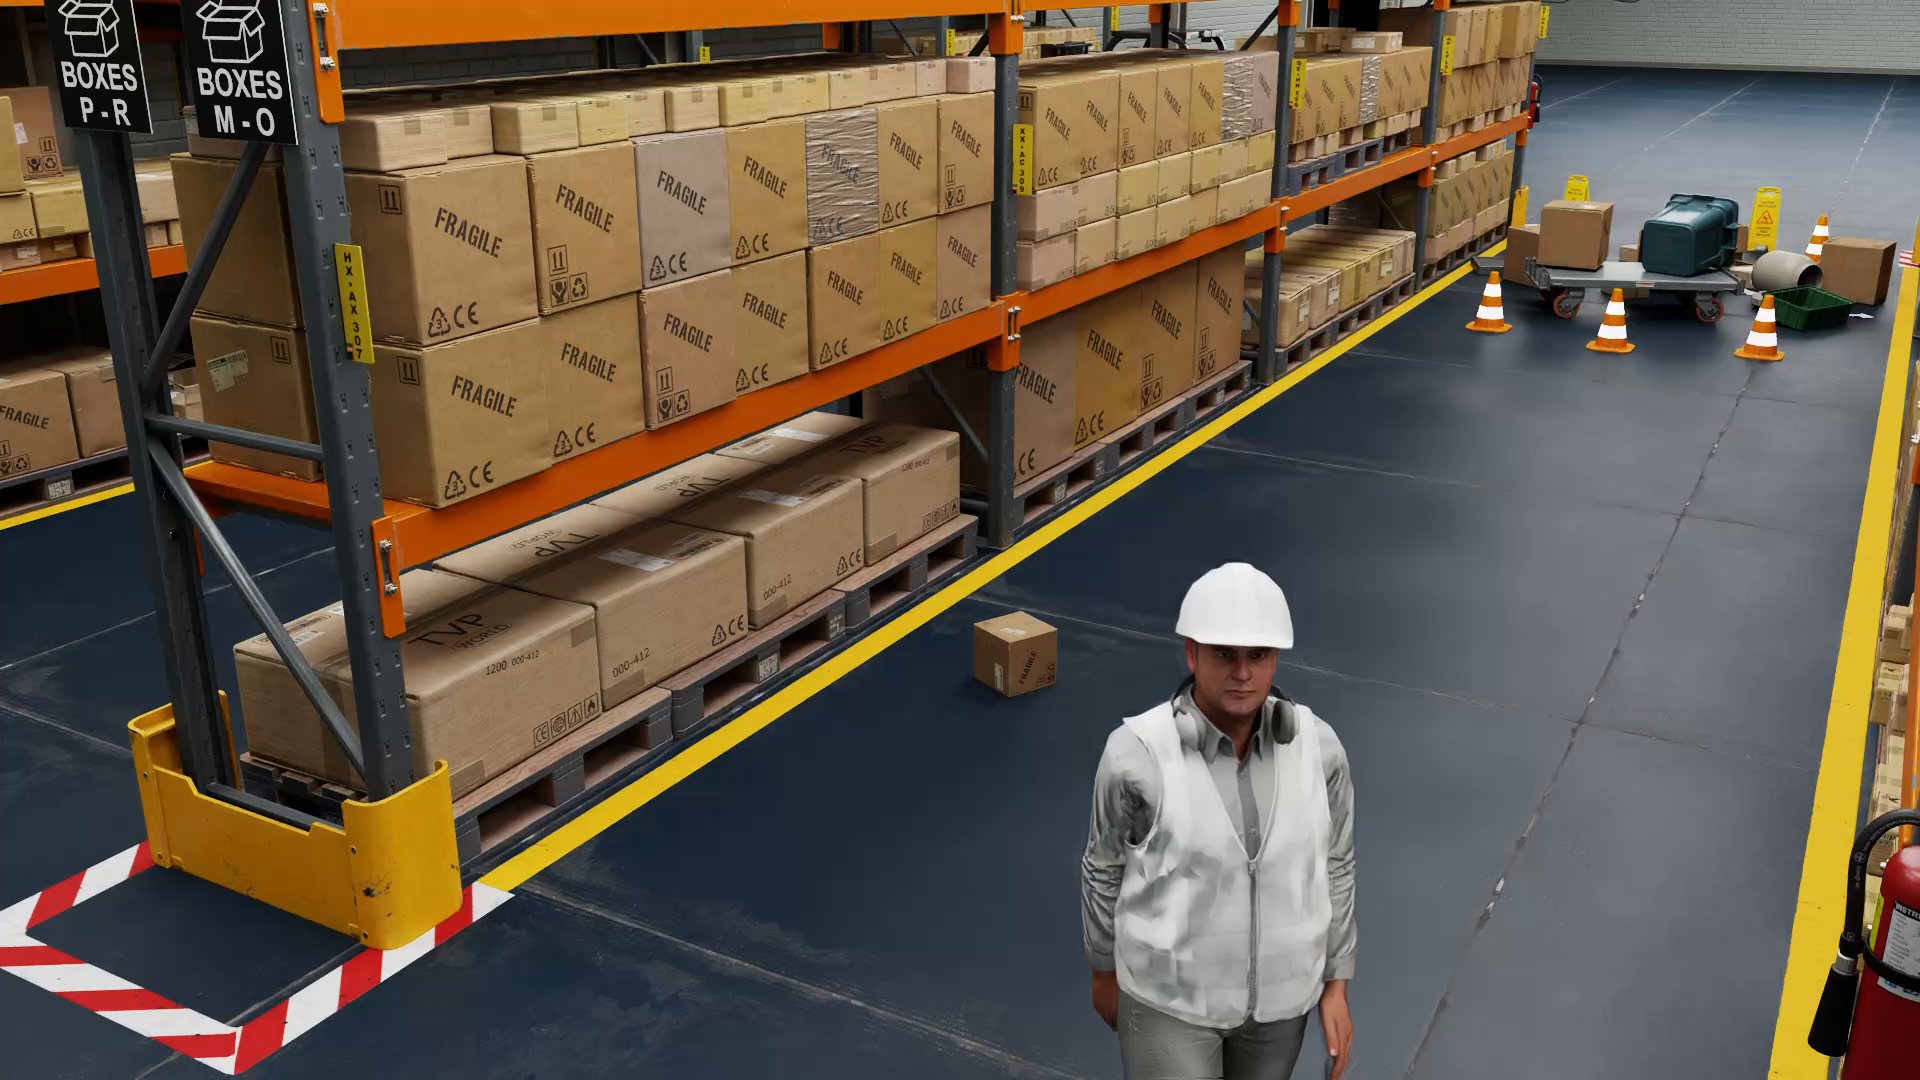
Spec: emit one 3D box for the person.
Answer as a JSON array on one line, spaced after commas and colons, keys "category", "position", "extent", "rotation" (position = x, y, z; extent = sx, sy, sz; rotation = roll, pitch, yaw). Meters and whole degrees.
[{"category": "person", "position": [0.538, 0.931, 3.365], "extent": [0.538, 1.810, 0.504], "rotation": [-4, 20, -12]}]
